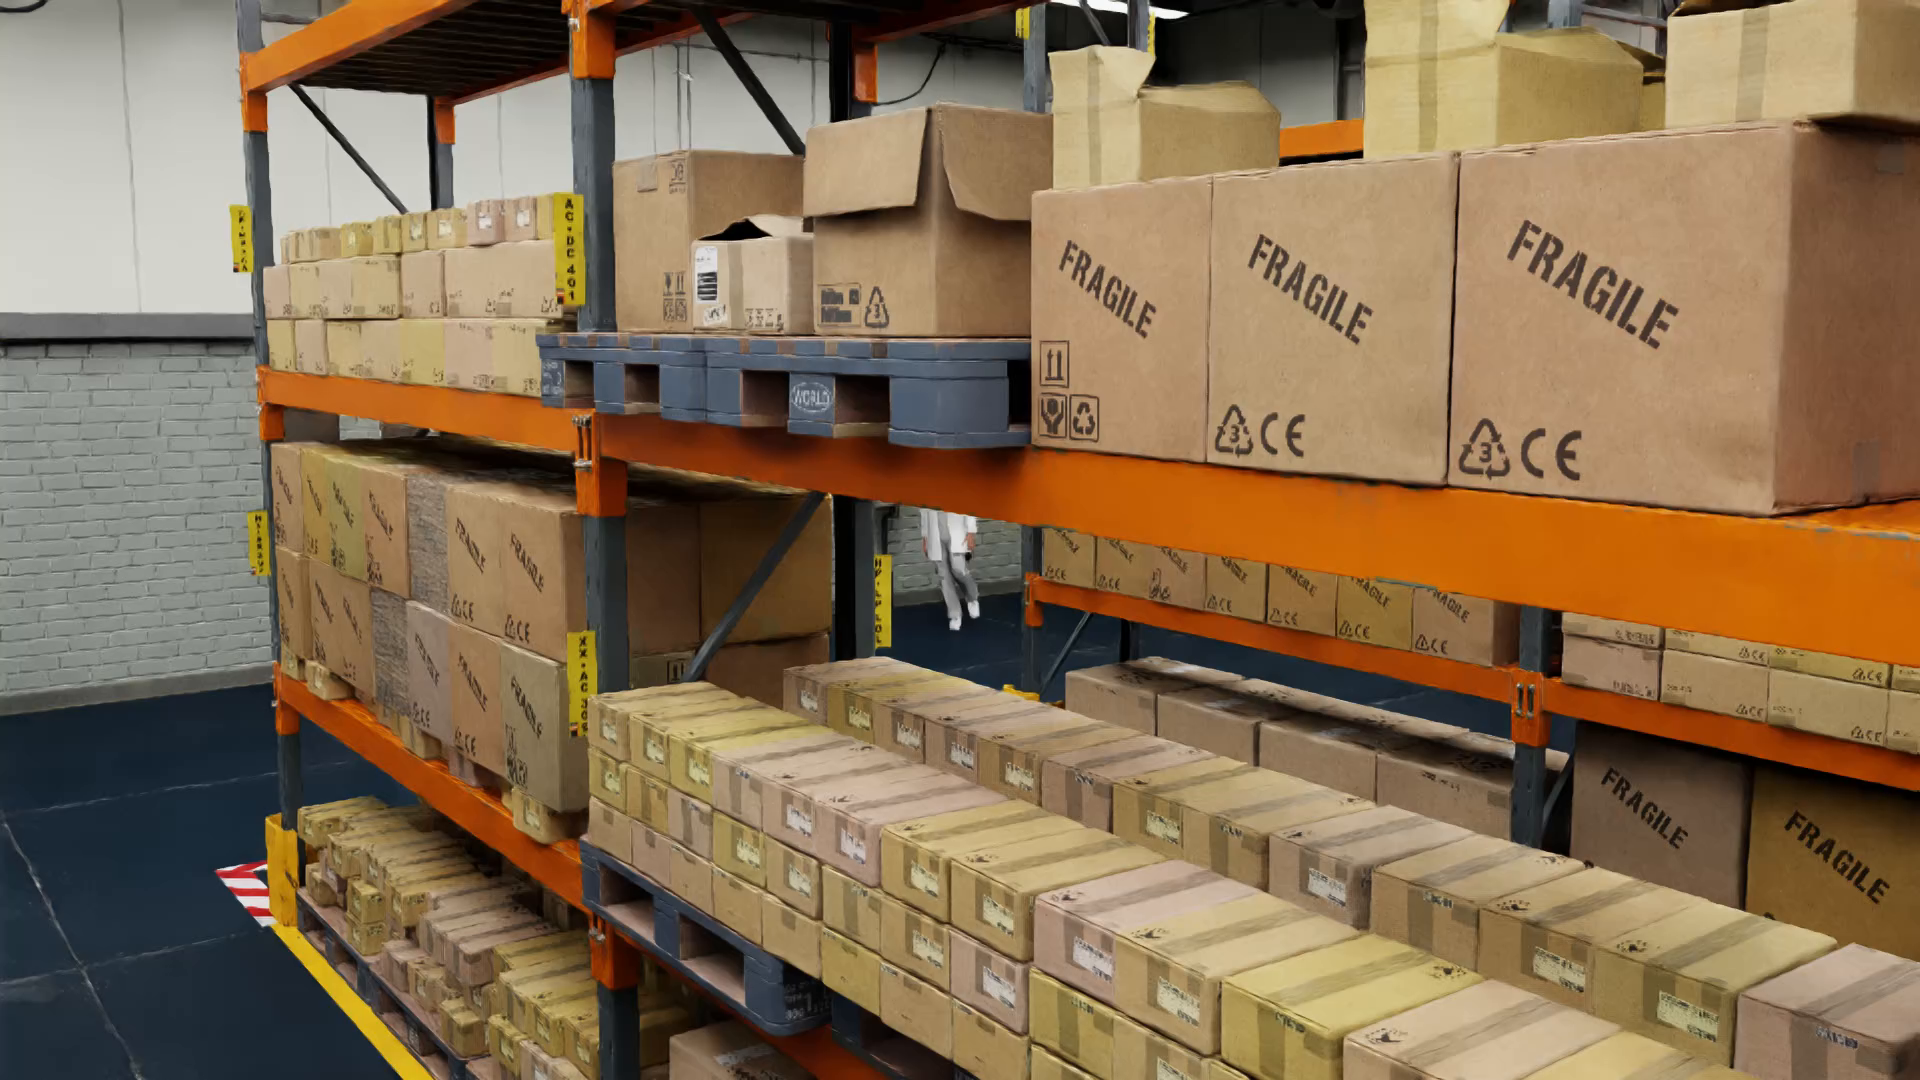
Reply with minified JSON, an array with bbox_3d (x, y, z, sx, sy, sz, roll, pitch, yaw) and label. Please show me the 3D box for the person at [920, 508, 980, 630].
[{"bbox_3d":[-0.119,-0.018,16.554,0.652,1.764,0.595,3,8,18],"label":"person"}]
